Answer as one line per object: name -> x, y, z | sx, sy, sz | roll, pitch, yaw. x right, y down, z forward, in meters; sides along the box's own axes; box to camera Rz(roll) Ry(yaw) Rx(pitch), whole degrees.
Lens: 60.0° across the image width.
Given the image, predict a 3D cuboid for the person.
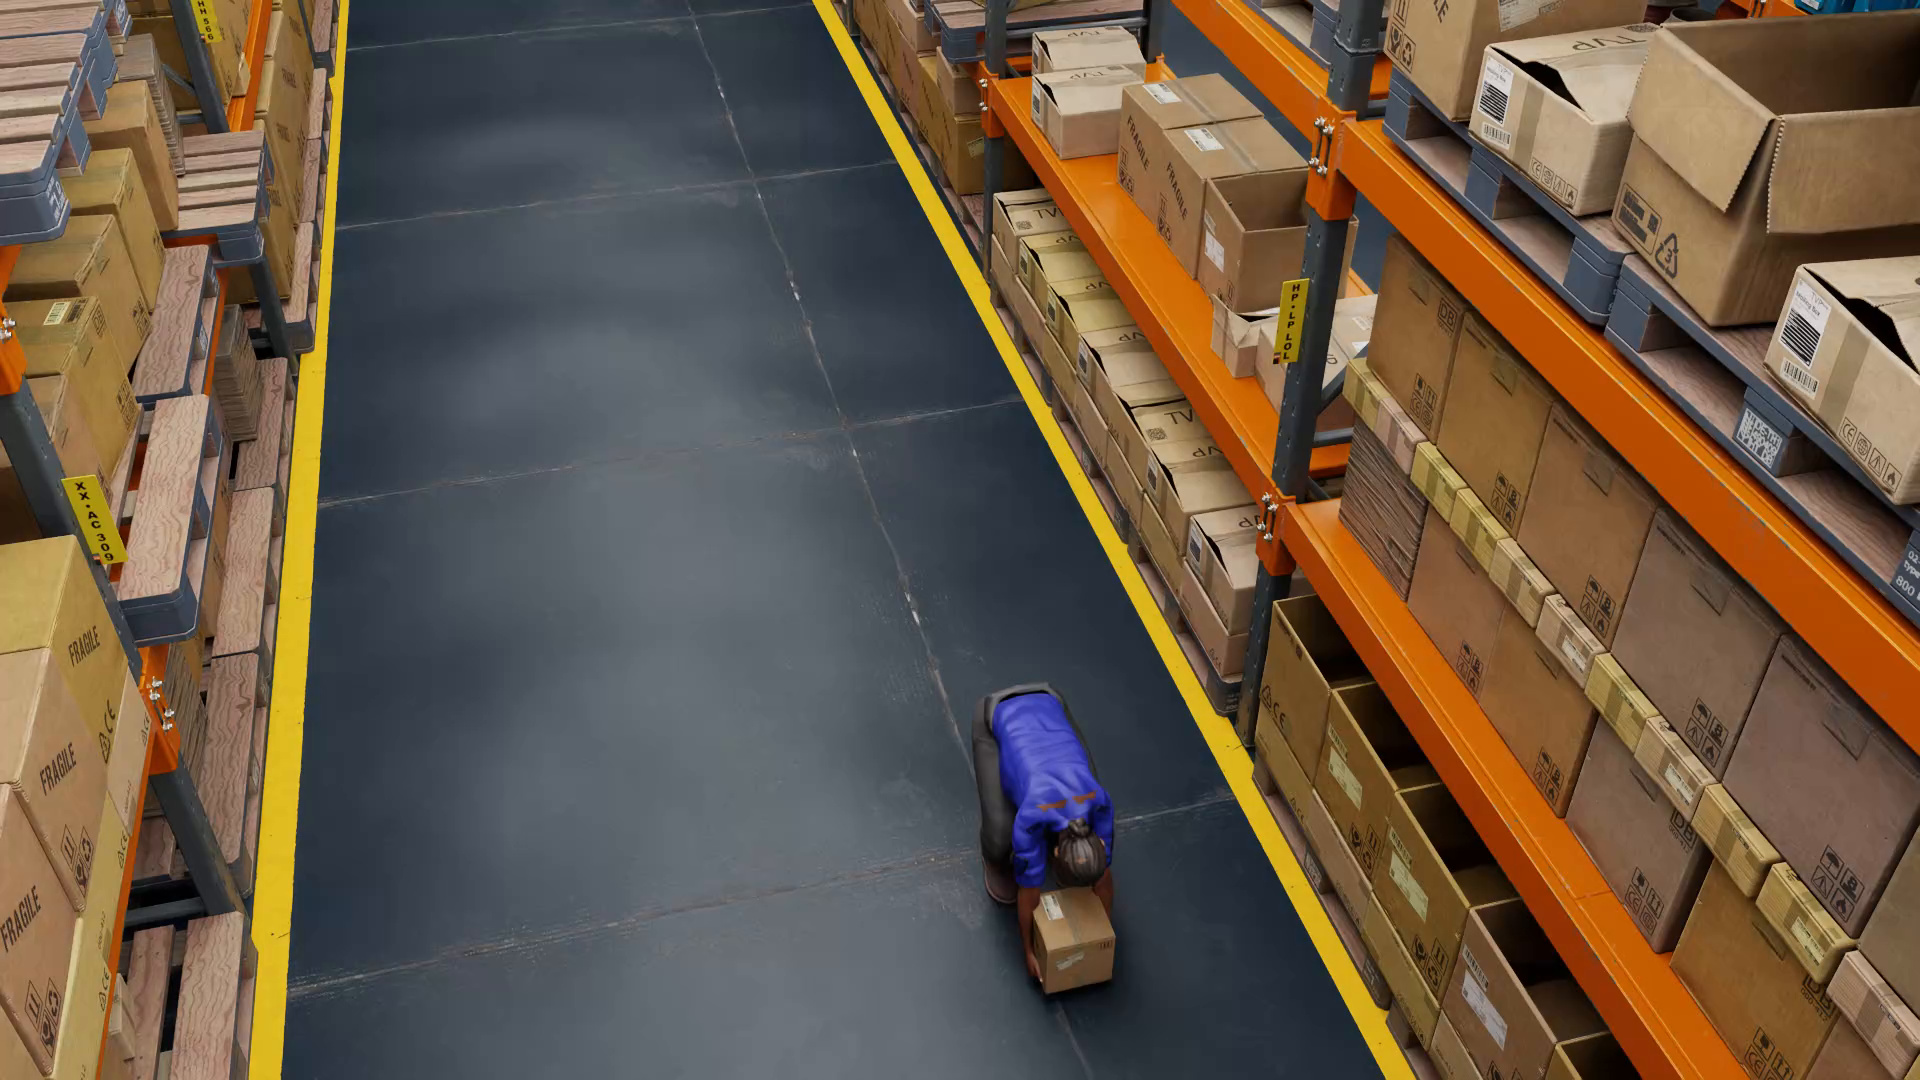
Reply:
person -> 0.322, 1.042, 6.044 | 0.465, 0.864, 0.866 | -11, 40, -14
